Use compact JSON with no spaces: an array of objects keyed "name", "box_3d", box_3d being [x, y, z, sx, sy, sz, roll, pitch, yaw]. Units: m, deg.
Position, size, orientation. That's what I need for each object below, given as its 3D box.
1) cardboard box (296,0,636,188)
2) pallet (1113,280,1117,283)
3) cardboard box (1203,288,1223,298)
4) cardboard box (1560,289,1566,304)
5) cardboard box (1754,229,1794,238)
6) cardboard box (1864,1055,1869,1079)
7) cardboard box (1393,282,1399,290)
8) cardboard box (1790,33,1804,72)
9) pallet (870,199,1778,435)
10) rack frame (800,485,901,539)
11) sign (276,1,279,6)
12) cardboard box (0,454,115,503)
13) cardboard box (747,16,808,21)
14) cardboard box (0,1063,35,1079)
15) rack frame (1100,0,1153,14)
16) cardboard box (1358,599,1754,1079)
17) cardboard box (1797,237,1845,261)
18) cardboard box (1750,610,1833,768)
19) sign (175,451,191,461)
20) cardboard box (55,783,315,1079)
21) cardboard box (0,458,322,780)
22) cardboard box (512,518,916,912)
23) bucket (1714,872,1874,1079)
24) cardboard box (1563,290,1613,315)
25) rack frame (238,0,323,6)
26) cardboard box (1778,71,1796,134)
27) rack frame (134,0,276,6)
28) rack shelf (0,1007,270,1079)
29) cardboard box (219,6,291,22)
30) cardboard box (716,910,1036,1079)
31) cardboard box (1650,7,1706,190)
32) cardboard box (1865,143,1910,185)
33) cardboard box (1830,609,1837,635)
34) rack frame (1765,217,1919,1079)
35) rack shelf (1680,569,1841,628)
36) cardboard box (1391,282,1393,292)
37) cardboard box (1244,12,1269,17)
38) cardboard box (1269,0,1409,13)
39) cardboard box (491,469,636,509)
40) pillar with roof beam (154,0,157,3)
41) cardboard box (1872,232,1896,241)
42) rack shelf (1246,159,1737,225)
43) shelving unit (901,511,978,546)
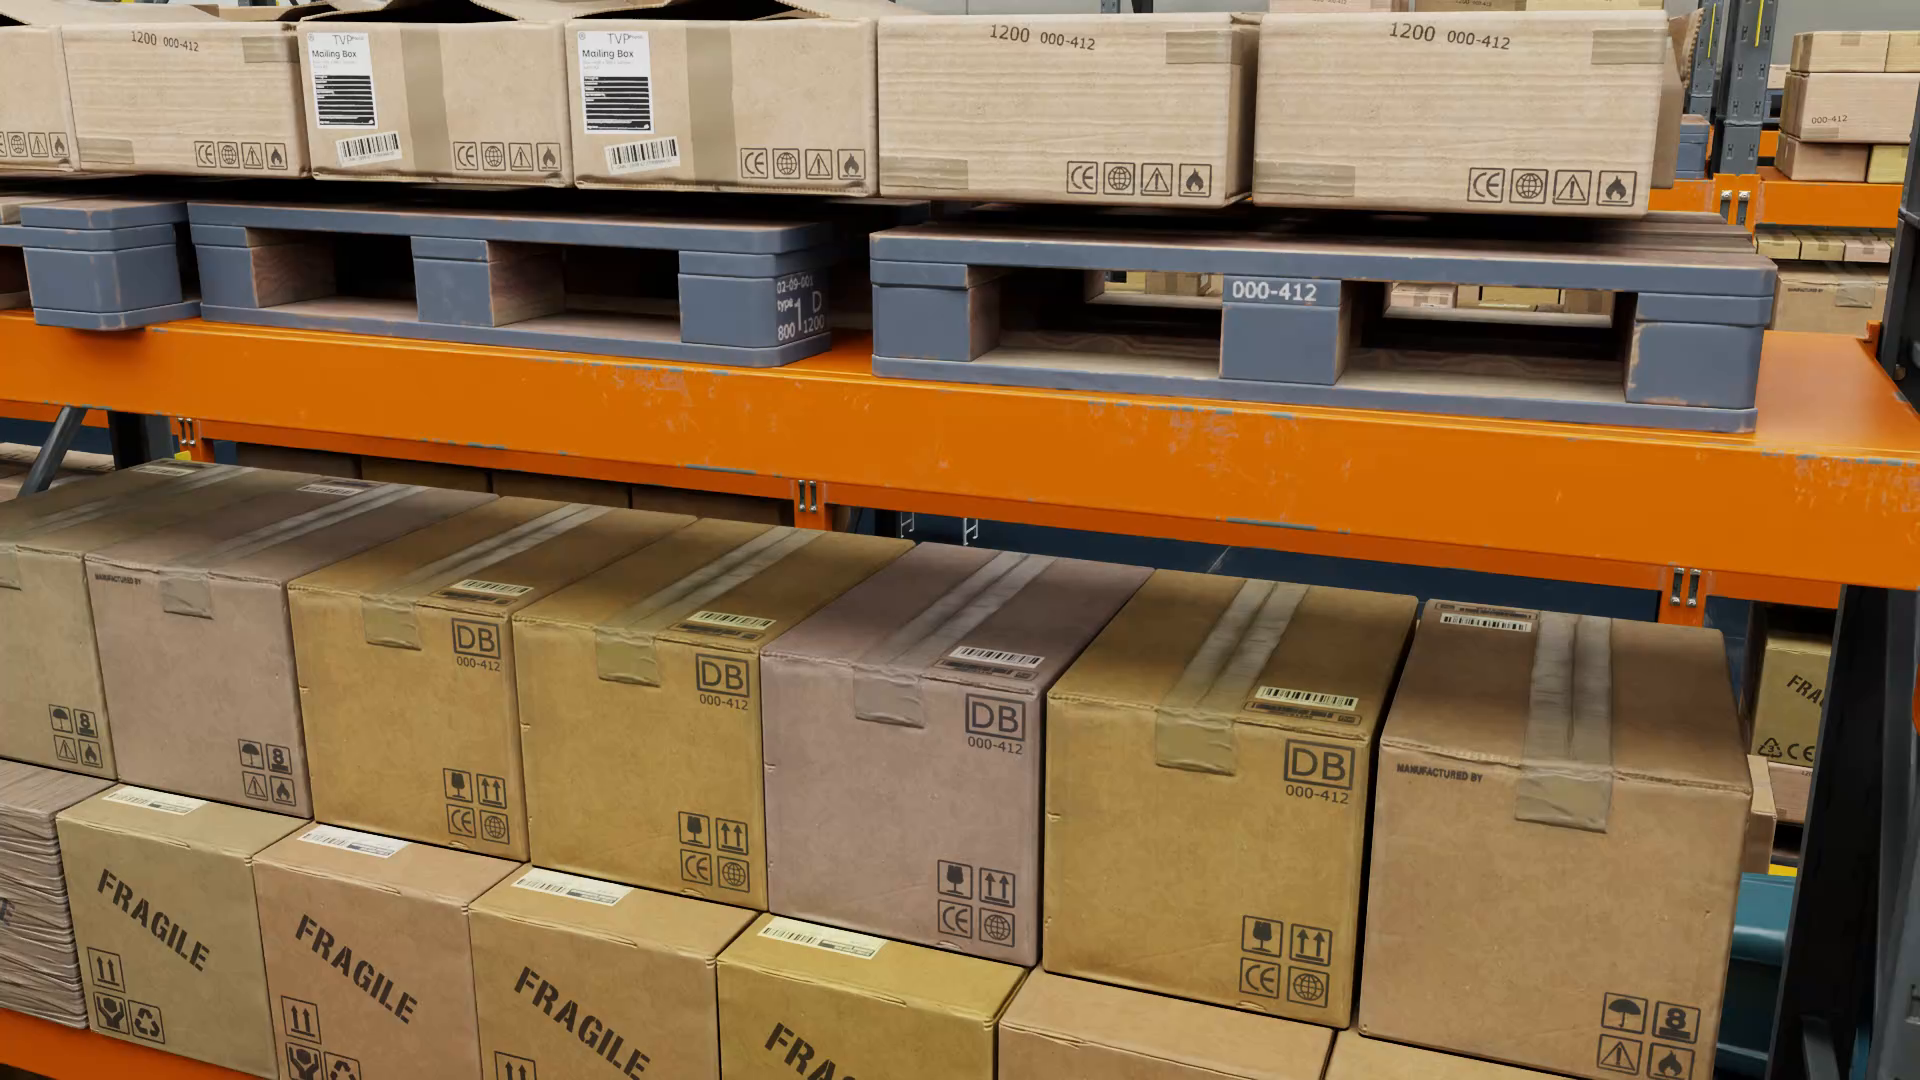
[{"name":"cardboard box","box_3d":[-0.750,-0.783,2.838,0.500,0.311,0.500,6,17,20]},{"name":"pallet","box_3d":[0.598,-1.911,13.222,1.003,0.211,1.213,6,17,21]},{"name":"cardboard box","box_3d":[1.423,-0.925,8.015,0.500,0.500,0.500,6,17,18]},{"name":"cardboard box","box_3d":[4.424,-1.695,11.505,0.500,0.250,0.500,6,17,19]},{"name":"cardboard box","box_3d":[5.601,-2.055,11.495,0.250,0.149,0.380,6,17,19]},{"name":"cardboard box","box_3d":[1.783,1.001,2.575,0.550,0.550,0.875,6,17,21]},{"name":"cardboard box","box_3d":[3.007,-1.856,12.060,0.500,0.250,0.500,7,17,21]},{"name":"cardboard box","box_3d":[3.532,-1.983,6.762,0.250,0.149,0.380,7,17,22]},{"name":"pallet","box_3d":[0.564,-0.391,2.603,1.217,0.209,0.805,6,17,18]},{"name":"rack frame","box_3d":[-0.564,-0.665,8.583,0.127,3.000,1.000,6,17,21]},{"name":"sign","box_3d":[-4.095,-3.056,9.946,0.005,0.325,0.100,6,17,21]},{"name":"cardboard box","box_3d":[-5.663,-0.229,10.923,0.875,0.438,0.875,6,17,19]},{"name":"cardboard box","box_3d":[-0.228,-0.833,3.092,0.258,0.266,0.396,6,17,21]},{"name":"cardboard box","box_3d":[-2.851,1.490,4.892,0.500,0.500,0.500,6,17,18]},{"name":"rack frame","box_3d":[1.254,-4.833,12.182,0.127,3.000,1.000,6,17,21]},{"name":"cardboard box","box_3d":[0.971,0.461,2.732,0.500,0.500,0.700,6,17,20]},{"name":"cardboard box","box_3d":[5.679,-1.909,10.993,0.250,0.149,0.380,6,17,20]},{"name":"cardboard box","box_3d":[3.607,0.634,6.945,0.500,0.500,0.500,7,18,23]},{"name":"sign","box_3d":[-2.086,-0.071,4.461,0.005,0.325,0.100,6,17,21]},{"name":"cardboard box","box_3d":[-1.494,0.749,3.535,0.500,0.500,0.500,6,17,20]},{"name":"cardboard box","box_3d":[-1.872,0.150,3.805,0.500,0.500,0.700,6,17,20]},{"name":"cardboard box","box_3d":[-0.448,0.305,3.269,0.500,0.500,0.700,6,17,20]},{"name":"bucket","box_3d":[2.407,1.297,4.972,0.620,0.611,0.726,1,13,42]},{"name":"cardboard box","box_3d":[2.849,-1.099,7.451,0.250,0.149,0.380,6,17,20]},{"name":"rack frame","box_3d":[-6.188,-5.652,15.001,0.127,3.000,1.000,6,17,21]},{"name":"cardboard box","box_3d":[3.668,-1.791,6.819,0.500,0.250,0.500,6,17,20]},{"name":"rack frame","box_3d":[-4.285,-3.955,9.156,0.127,3.000,1.000,6,17,21]},{"name":"rack shelf","box_3d":[-0.426,1.180,3.521,4.000,0.370,1.077,6,17,21]},{"name":"cardboard box","box_3d":[-3.571,-2.599,8.932,0.500,0.500,0.500,6,17,20]},{"name":"cardboard box","box_3d":[-0.089,0.903,3.003,0.500,0.500,0.500,6,17,21]},{"name":"cardboard box","box_3d":[0.965,-0.714,2.679,0.396,0.266,0.258,6,17,20]},{"name":"cardboard box","box_3d":[3.579,-1.438,6.317,0.250,0.149,0.380,6,17,21]},{"name":"cardboard box","box_3d":[3.701,0.350,6.757,0.250,0.149,0.380,7,17,21]},{"name":"rack frame","box_3d":[1.435,1.039,2.716,0.127,3.000,1.000,6,17,21]},{"name":"rack shelf","box_3d":[5.018,0.295,6.569,4.000,0.370,1.077,6,17,21]},{"name":"cardboard box","box_3d":[1.735,-1.037,7.237,0.250,0.149,0.380,6,17,18]},{"name":"cardboard box","box_3d":[2.344,-3.528,11.953,0.500,0.500,0.700,6,17,20]},{"name":"cardboard box","box_3d":[1.614,-2.191,7.078,0.500,0.250,0.500,7,17,22]},{"name":"cardboard box","box_3d":[-2.004,-0.031,9.456,0.875,0.875,0.875,7,17,21]},{"name":"pillar with roof beam","box_3d":[-9.945,-5.045,12.911,0.400,9.000,9.100,6,17,21]},{"name":"cardboard box","box_3d":[6.342,-1.990,11.272,0.250,0.149,0.380,6,17,20]},{"name":"rack shelf","box_3d":[1.297,-1.555,7.560,4.000,0.370,1.077,6,17,21]},{"name":"shelving unit","box_3d":[-0.154,-0.593,11.565,0.503,1.200,0.258,6,17,21]}]
